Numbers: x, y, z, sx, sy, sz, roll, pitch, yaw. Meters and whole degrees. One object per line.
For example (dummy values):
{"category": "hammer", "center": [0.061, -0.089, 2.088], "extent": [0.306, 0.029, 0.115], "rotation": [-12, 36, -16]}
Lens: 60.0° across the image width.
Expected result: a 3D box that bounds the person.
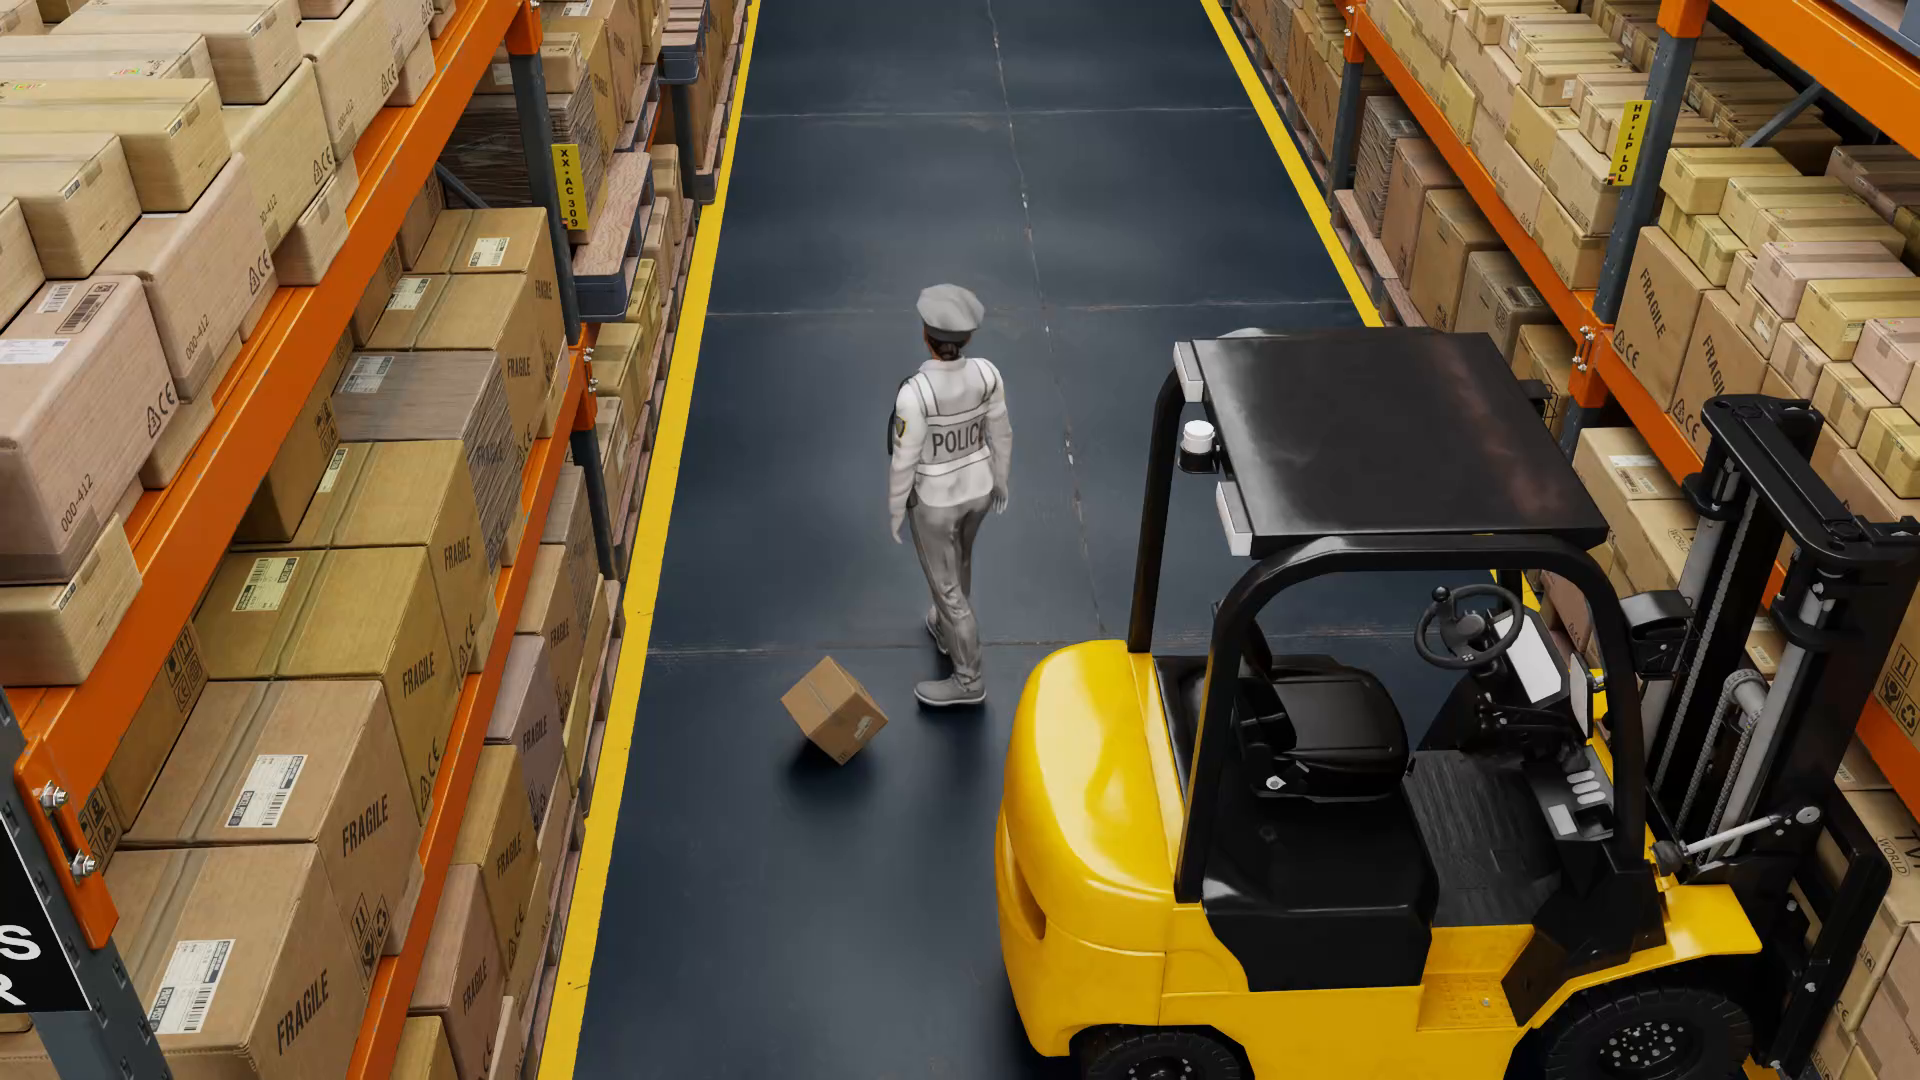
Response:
{"category": "person", "center": [-0.040, -0.167, 6.366], "extent": [0.529, 1.660, 0.598], "rotation": [-25, 42, -31]}
